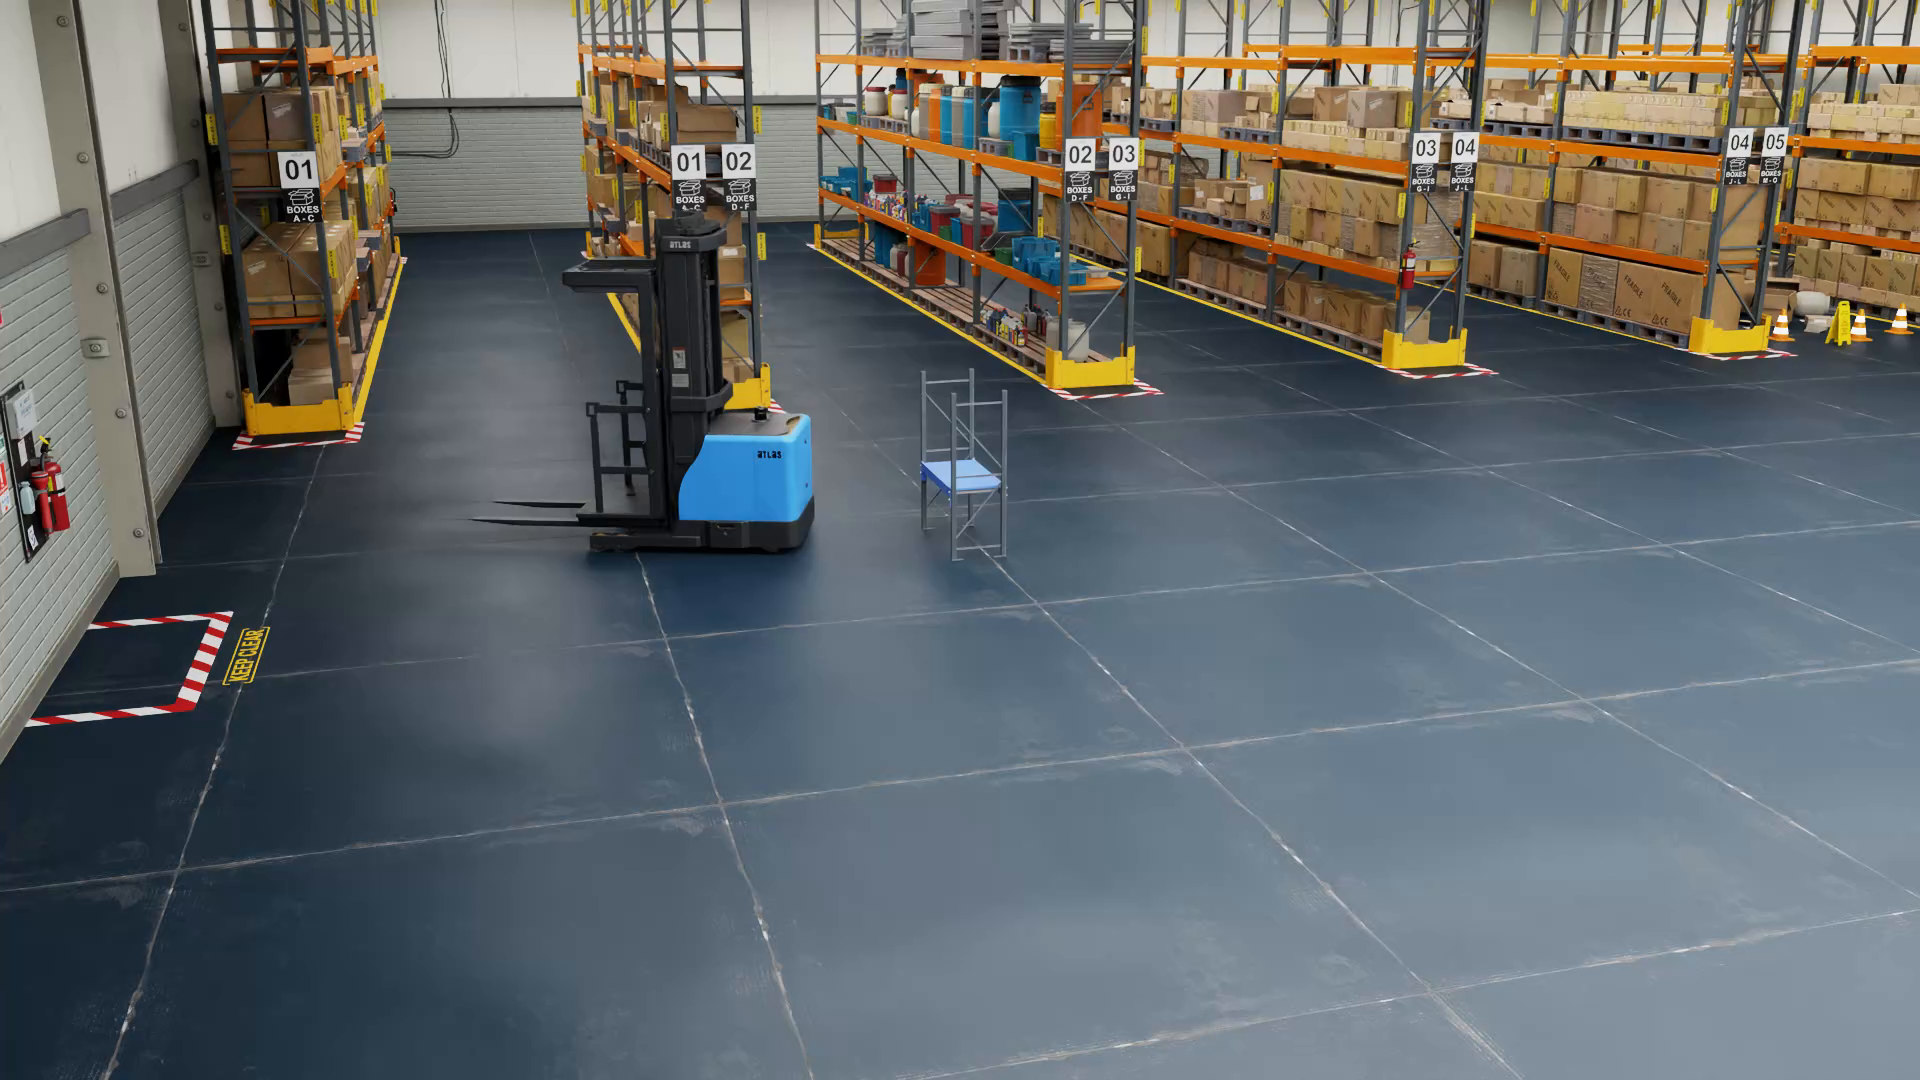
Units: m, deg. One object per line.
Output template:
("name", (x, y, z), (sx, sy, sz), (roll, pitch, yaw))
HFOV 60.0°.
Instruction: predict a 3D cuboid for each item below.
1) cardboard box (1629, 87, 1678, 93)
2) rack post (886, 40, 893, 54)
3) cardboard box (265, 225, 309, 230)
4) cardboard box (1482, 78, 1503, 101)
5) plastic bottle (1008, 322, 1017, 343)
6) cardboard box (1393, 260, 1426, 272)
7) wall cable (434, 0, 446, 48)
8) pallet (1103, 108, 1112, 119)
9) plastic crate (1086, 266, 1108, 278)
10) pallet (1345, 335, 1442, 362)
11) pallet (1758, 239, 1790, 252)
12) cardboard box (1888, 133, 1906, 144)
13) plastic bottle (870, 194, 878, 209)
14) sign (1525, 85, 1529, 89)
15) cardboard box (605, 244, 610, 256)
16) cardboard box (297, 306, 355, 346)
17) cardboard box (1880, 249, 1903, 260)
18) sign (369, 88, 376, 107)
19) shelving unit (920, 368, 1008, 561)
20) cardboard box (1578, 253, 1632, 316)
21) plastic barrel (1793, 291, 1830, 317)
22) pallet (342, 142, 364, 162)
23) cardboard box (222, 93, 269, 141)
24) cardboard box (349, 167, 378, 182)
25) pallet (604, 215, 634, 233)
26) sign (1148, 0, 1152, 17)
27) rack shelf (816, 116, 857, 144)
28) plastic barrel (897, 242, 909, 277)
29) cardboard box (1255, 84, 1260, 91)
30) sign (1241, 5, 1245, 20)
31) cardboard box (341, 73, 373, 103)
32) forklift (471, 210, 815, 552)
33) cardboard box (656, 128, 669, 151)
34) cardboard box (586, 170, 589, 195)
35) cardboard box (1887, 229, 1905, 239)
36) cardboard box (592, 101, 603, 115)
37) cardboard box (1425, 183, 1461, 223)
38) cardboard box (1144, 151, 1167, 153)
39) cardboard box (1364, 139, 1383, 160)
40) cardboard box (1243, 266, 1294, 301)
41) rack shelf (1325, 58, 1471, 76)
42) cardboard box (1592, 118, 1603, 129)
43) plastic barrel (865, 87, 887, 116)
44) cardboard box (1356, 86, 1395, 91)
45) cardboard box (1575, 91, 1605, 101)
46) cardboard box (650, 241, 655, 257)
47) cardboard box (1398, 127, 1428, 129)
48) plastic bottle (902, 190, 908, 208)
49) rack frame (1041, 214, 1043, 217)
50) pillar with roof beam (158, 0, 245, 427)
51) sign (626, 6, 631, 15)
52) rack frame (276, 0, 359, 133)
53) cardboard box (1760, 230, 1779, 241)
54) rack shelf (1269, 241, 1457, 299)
("cardboard box", (13.638, -8.666, 32.762), (0.797, 0.503, 0.637), (-6, 18, -19))
("rack post", (-0.825, -8.902, 30.112), (0.937, 0.300, 0.954), (-3, 17, -9))
("cardboard box", (-8.764, -3.829, 21.705), (0.500, 0.500, 0.500), (-5, 17, -16))
("cardboard box", (12.098, -10.263, 37.912), (0.500, 0.500, 0.500), (-4, 17, -14))
("plastic bottle", (0.787, -2.988, 23.954), (0.152, 0.276, 0.135), (-5, 17, -17))
("cardboard box", (6.280, -3.832, 23.231), (0.380, 0.149, 0.250), (-5, 17, -15))
("wall cable", (-10.738, -12.752, 38.680), (3.097, 2.526, 0.112), (-5, 17, -15))
("pallet", (3.044, -8.831, 34.374), (1.003, 0.211, 1.213), (-5, 17, -15))
("plastic crate", (1.858, -3.645, 22.630), (0.298, 0.136, 0.250), (-5, 17, -15))
("pallet", (6.346, -2.803, 24.215), (1.003, 0.211, 1.213), (-5, 17, -15))
("pallet", (18.157, -6.491, 36.492), (1.003, 0.211, 1.213), (-5, 17, -15))
("cardboard box", (15.253, -6.488, 26.857), (0.380, 0.149, 0.250), (-5, 17, -16))
("plastic bottle", (-1.642, -6.499, 31.888), (0.152, 0.276, 0.135), (-5, 17, -15))
("sign", (12.254, -9.671, 35.980), (0.100, 0.325, 0.005), (-5, 17, -15))
("cardboard box", (-6.369, -5.288, 31.220), (0.500, 0.500, 0.500), (-6, 18, -18))
("cardboard box", (-9.049, -3.038, 23.729), (0.700, 0.500, 0.500), (-4, 17, -13))
("cardboard box", (15.312, -4.668, 27.194), (0.380, 0.149, 0.250), (-4, 17, -13))
("sign", (-10.510, -7.915, 29.726), (0.100, 0.325, 0.005), (-5, 17, -15))
("shelving unit", (0.023, -0.695, 14.956), (0.538, 1.500, 1.048), (-5, 17, -15))
("cardboard box", (10.611, -4.116, 26.701), (0.875, 0.875, 0.875), (-5, 17, -15))
("plastic barrel", (14.062, -3.891, 27.469), (0.512, 0.421, 0.421), (7, 18, 23))
("pallet", (-8.898, -5.348, 22.951), (1.213, 0.211, 1.003), (-5, 17, -15))
("cardboard box", (-8.101, -4.787, 18.811), (0.500, 0.500, 0.500), (-4, 17, -13))
("cardboard box", (-10.655, -6.485, 29.595), (0.500, 0.250, 0.500), (-4, 17, -14))
("pallet", (-5.422, -5.411, 28.383), (1.213, 0.211, 1.003), (-5, 17, -15))
("sign", (3.777, -10.614, 33.182), (0.100, 0.325, 0.005), (-5, 17, -15))
("rack shelf", (-2.053, -8.463, 34.247), (1.077, 0.370, 4.000), (-5, 17, -15))
("plastic barrel", (-0.865, -5.204, 30.822), (0.600, 0.588, 0.708), (-5, 17, -15))
("cardboard box", (6.883, -10.215, 37.527), (0.380, 0.149, 0.250), (-5, 17, -15))
("sign", (6.434, -11.996, 37.781), (0.100, 0.325, 0.005), (-5, 17, -15))
("cardboard box", (-10.955, -8.227, 30.263), (0.500, 0.500, 0.500), (-5, 17, -16))
("forklift", (-2.911, -1.442, 14.956), (3.031, 2.935, 1.130), (1, 17, 4))
("cardboard box", (-3.539, -5.039, 20.883), (0.500, 0.250, 0.500), (-5, 17, -15))
("cardboard box", (-7.498, -7.438, 34.624), (0.500, 0.500, 0.500), (-4, 17, -14))
("cardboard box", (15.358, -4.988, 27.078), (0.380, 0.149, 0.250), (-5, 17, -16))
("cardboard box", (-6.662, -8.144, 31.327), (0.500, 0.250, 0.500), (-5, 17, -15))
("cardboard box", (6.667, -4.733, 23.364), (0.500, 0.500, 0.500), (-5, 17, -15))
("cardboard box", (3.620, -7.371, 32.657), (0.797, 0.503, 0.637), (-5, 17, -15))
("cardboard box", (6.040, -5.506, 23.413), (0.500, 0.250, 0.500), (-5, 17, -15))
("cardboard box", (5.196, -4.315, 27.981), (0.700, 0.500, 0.500), (-5, 17, -16))
("rack shelf", (8.605, -9.357, 32.705), (1.077, 0.370, 4.000), (-5, 17, -15))
("cardboard box", (10.236, -6.589, 26.289), (0.380, 0.149, 0.250), (-5, 17, -16))
("plastic barrel", (-1.600, -8.355, 31.671), (0.433, 0.535, 0.433), (0, 17, 0))
("cardboard box", (8.354, -8.823, 33.285), (0.797, 0.503, 0.637), (-5, 17, -16))
("cardboard box", (10.098, -7.110, 26.638), (0.380, 0.149, 0.250), (-5, 17, -16))
("cardboard box", (-4.487, -4.379, 24.847), (0.396, 0.266, 0.258), (-5, 17, -17))
("cardboard box", (6.468, -5.828, 23.792), (0.380, 0.149, 0.250), (-5, 17, -15))
("plastic bottle", (-1.024, -6.503, 31.772), (0.144, 0.351, 0.185), (-5, 17, -15))
("rack frame", (2.159, -8.316, 37.720), (1.000, 3.000, 0.127), (-5, 17, -15))
("pillar with roof beam", (-4.616, -6.054, 19.762), (9.100, 9.000, 0.400), (-5, 17, -15))
("sign", (-6.827, -10.968, 34.223), (0.100, 0.325, 0.005), (-5, 17, -15))
("rack frame", (-9.930, -7.801, 25.579), (1.000, 3.000, 0.127), (-5, 17, -15))
("cardboard box", (17.901, -6.810, 36.322), (0.500, 0.500, 0.500), (-5, 18, -17))
("rack shelf", (6.007, -4.099, 24.932), (1.077, 0.370, 4.000), (-5, 17, -15))
